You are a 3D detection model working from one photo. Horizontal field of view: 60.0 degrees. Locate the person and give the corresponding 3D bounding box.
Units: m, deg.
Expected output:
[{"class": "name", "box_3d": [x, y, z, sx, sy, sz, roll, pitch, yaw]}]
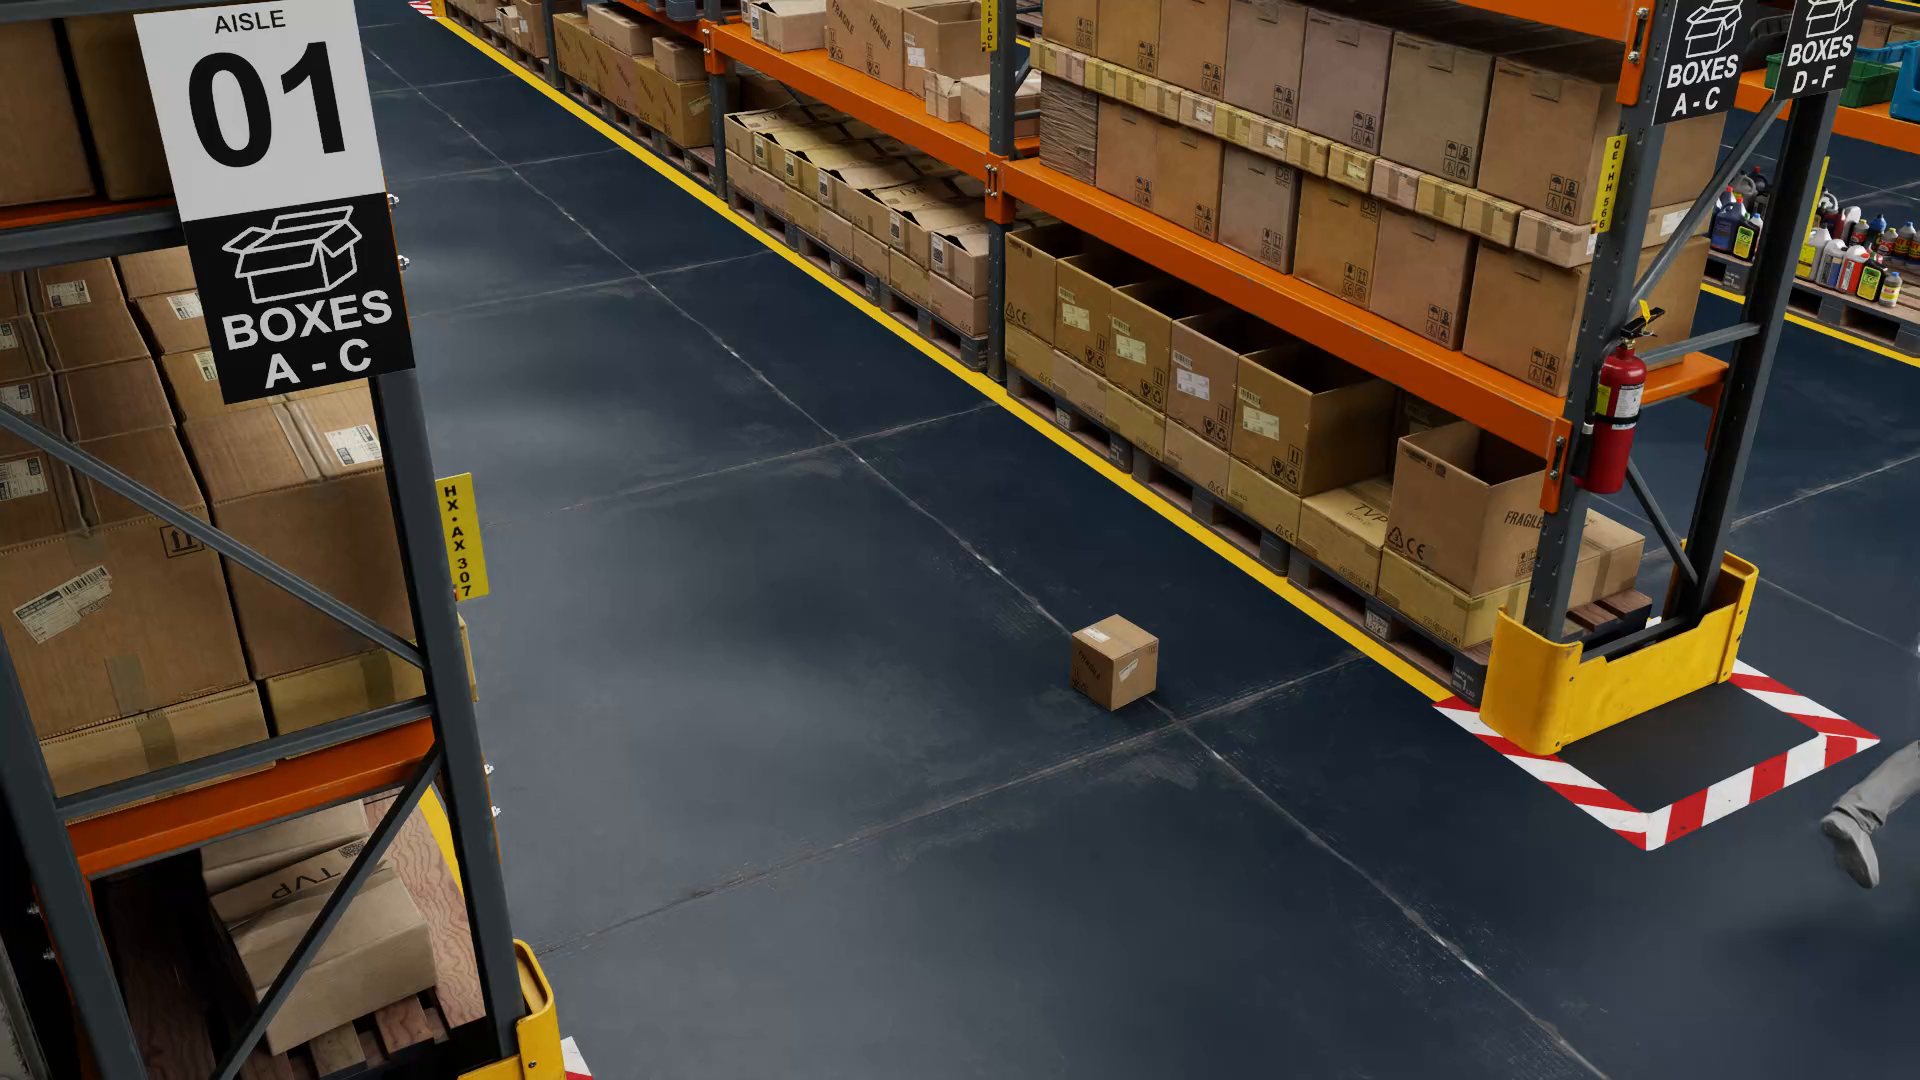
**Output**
[{"class": "person", "box_3d": [3.249, 0.421, 5.311, 0.680, 1.754, 0.543, -9, 30, -15]}]
